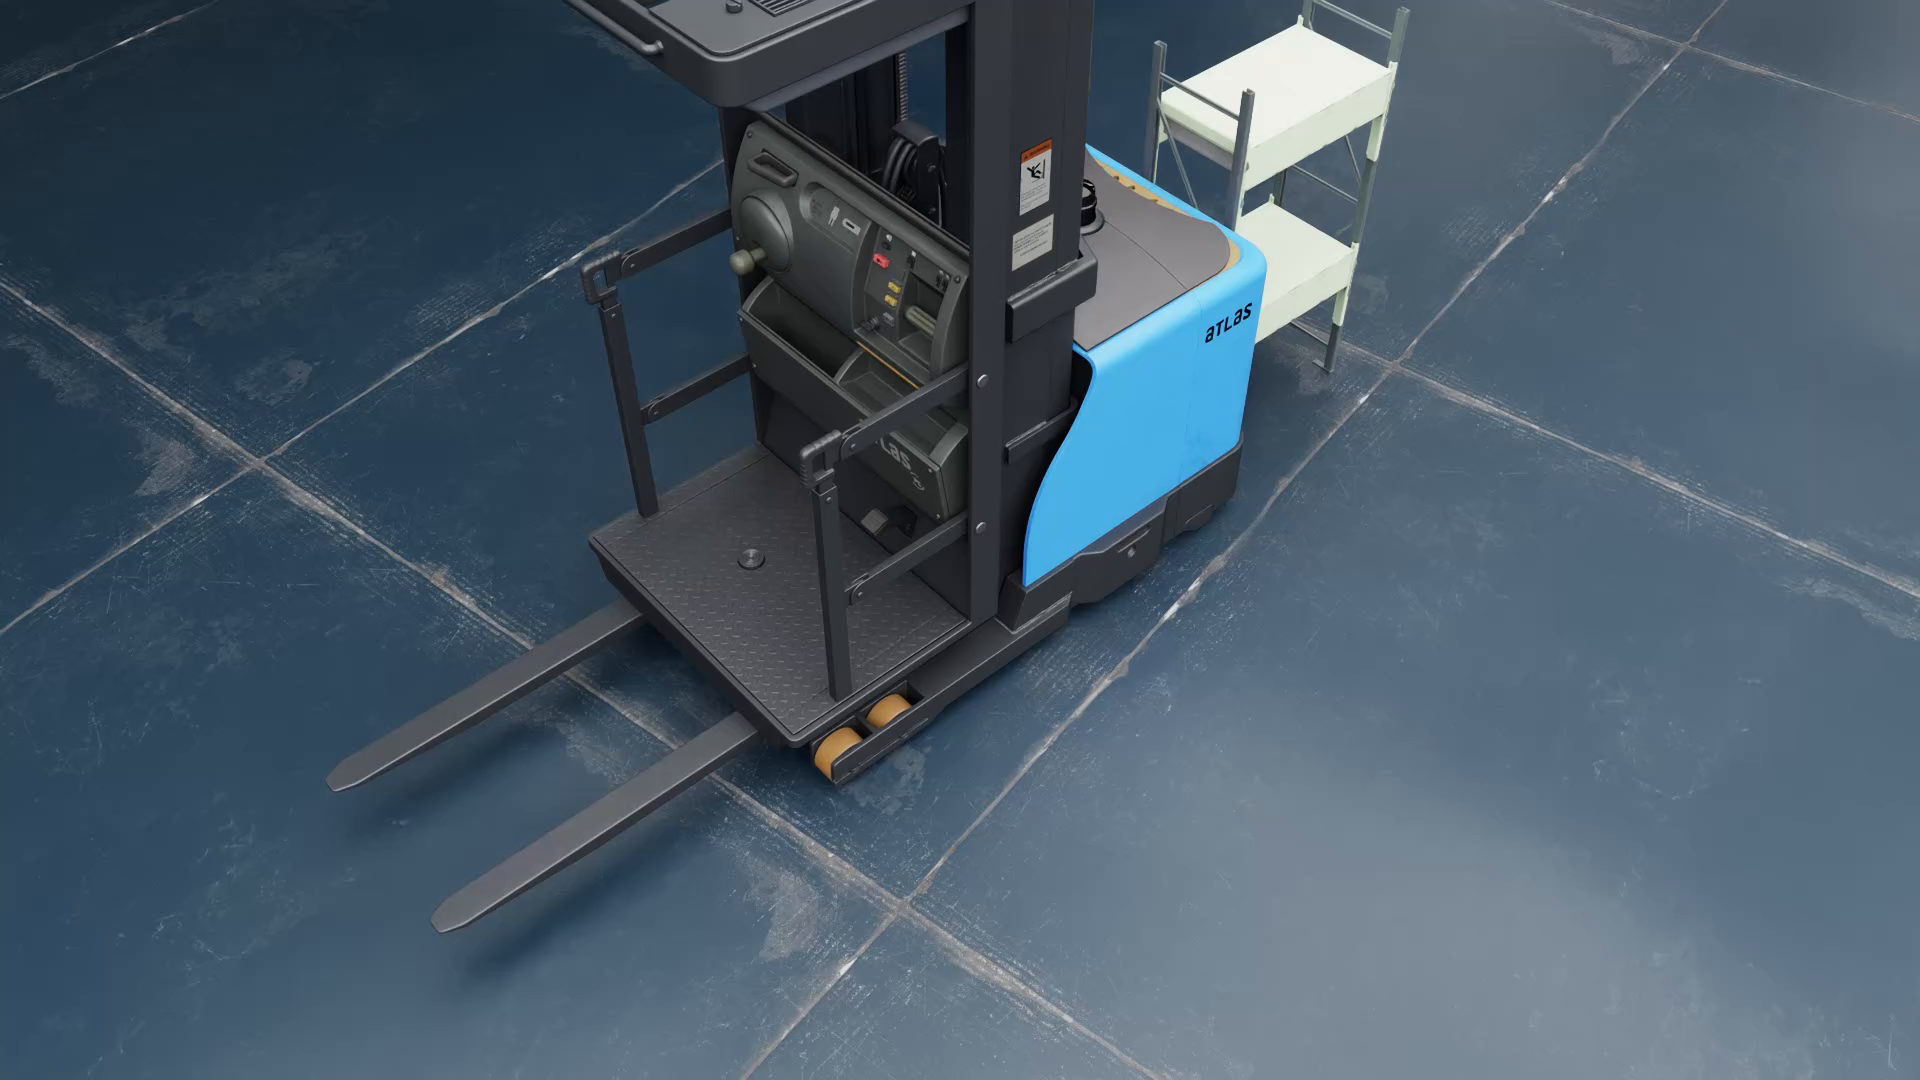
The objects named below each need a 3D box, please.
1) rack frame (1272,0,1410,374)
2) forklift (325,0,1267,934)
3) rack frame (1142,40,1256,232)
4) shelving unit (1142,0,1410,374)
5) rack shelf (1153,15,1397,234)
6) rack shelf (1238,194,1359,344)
[{"bbox_3d":[1.291,-1.267,5.923,0.023,1.500,0.400,-32,54,-27],"label":"rack frame"},{"bbox_3d":[-0.473,-0.711,4.402,3.031,2.935,1.130,-32,54,-27],"label":"forklift"},{"bbox_3d":[0.740,-0.918,5.590,0.023,1.500,0.400,-32,54,-27],"label":"rack frame"},{"bbox_3d":[1.015,-1.093,5.757,0.755,1.500,0.431,-32,54,-27],"label":"shelving unit"},{"bbox_3d":[1.015,-1.362,5.474,0.720,0.370,0.431,-32,54,-27],"label":"rack shelf"},{"bbox_3d":[1.015,-0.867,5.992,0.720,0.370,0.431,-32,54,-27],"label":"rack shelf"}]
